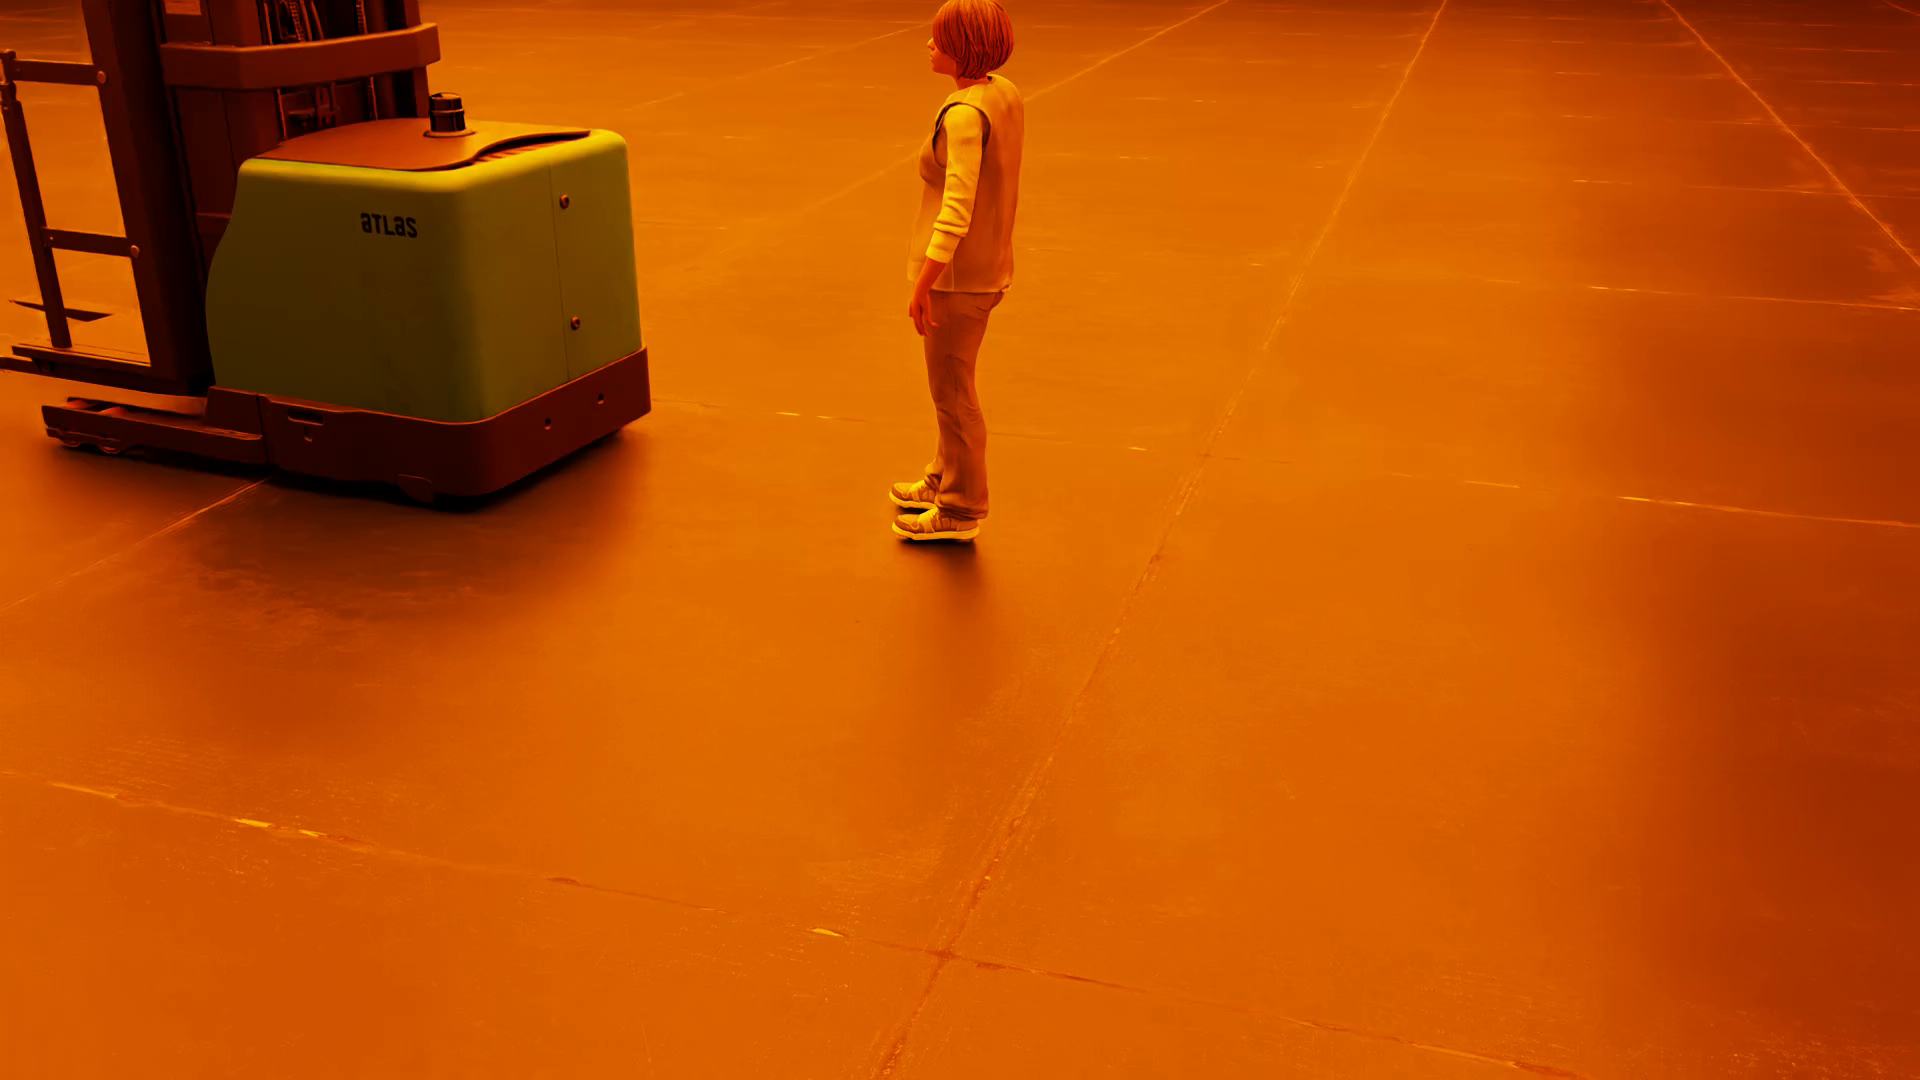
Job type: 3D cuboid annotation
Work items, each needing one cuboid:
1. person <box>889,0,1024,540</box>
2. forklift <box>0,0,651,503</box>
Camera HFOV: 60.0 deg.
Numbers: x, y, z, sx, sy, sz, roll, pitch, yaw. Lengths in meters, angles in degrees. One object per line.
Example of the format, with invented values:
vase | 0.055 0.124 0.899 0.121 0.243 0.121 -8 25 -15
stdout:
person | -0.067 -0.759 4.846 0.473 1.599 0.520 7 23 16
forklift | -2.694 -1.828 5.707 3.031 2.935 1.130 9 24 22
